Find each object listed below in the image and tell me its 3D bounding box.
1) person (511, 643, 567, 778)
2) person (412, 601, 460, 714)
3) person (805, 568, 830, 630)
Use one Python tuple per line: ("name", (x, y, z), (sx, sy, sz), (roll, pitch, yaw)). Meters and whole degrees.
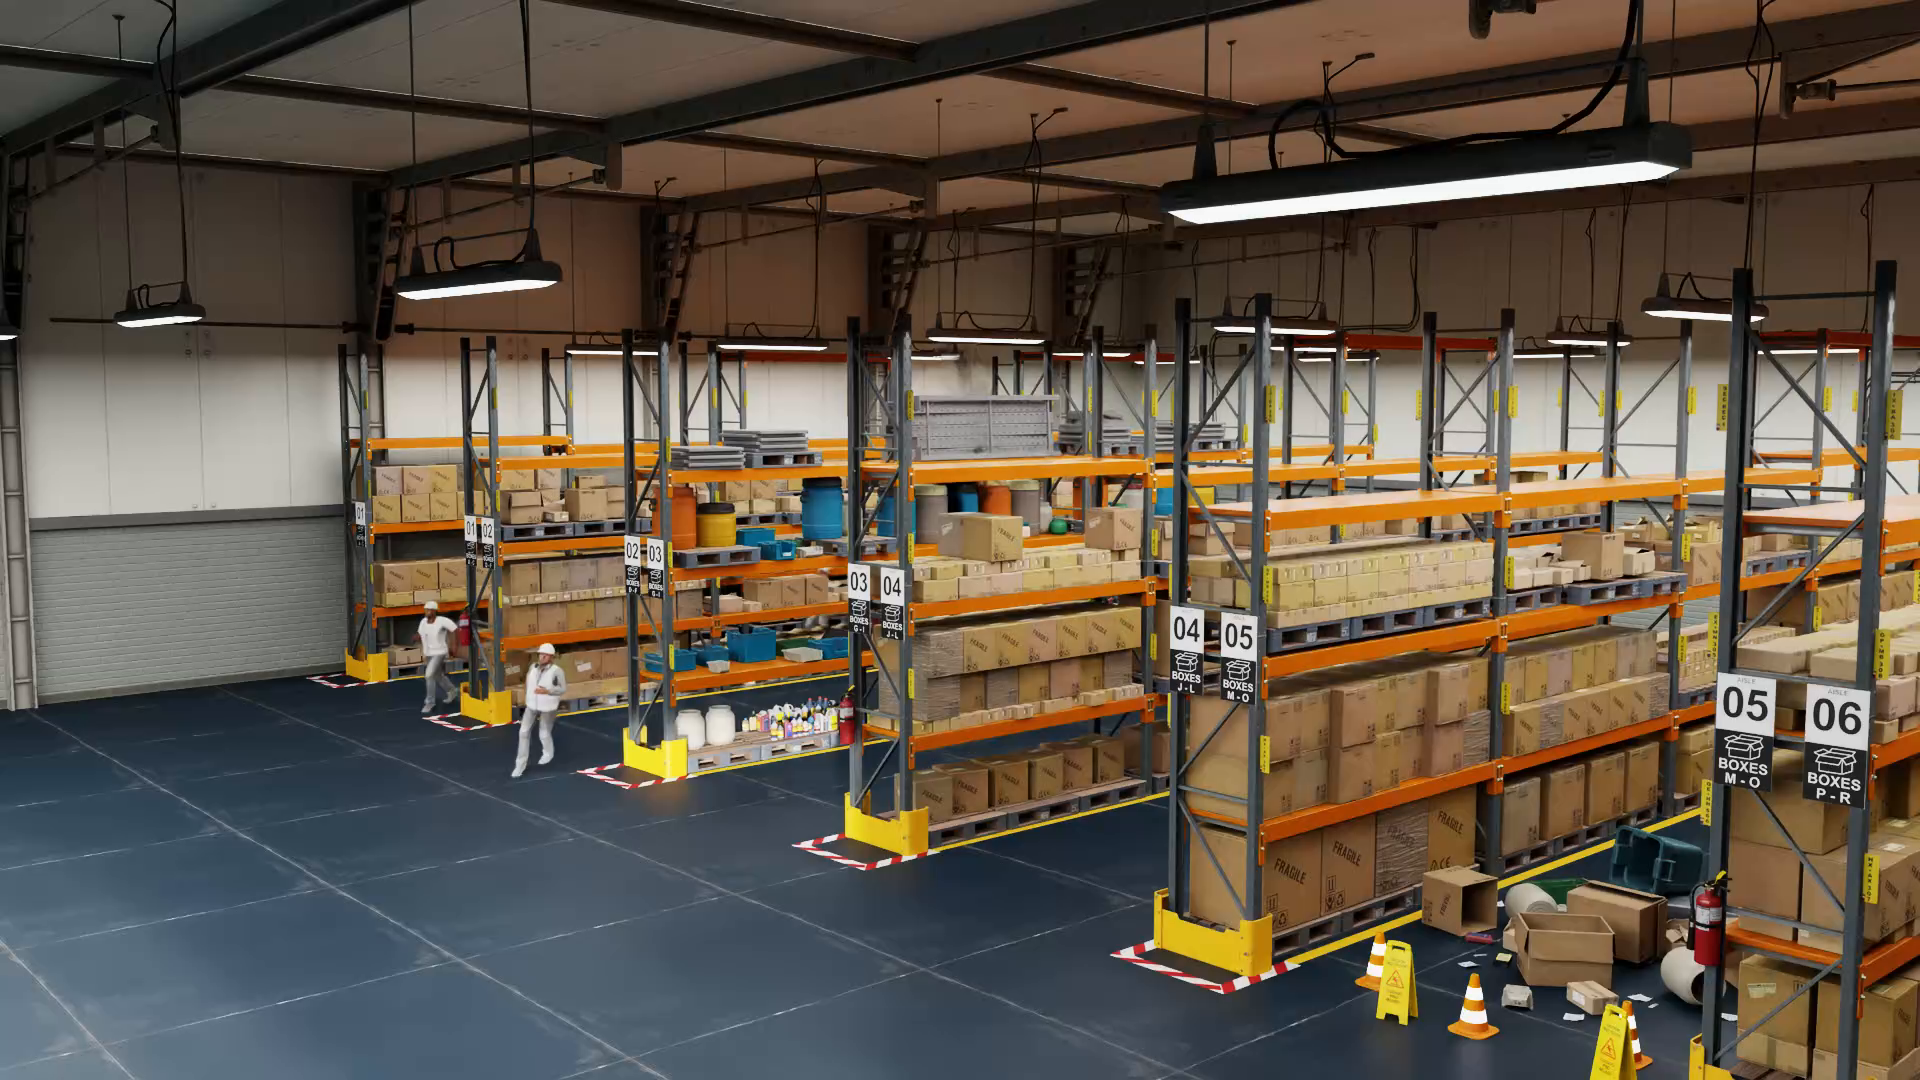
("person", (-5.635, 2.284, 22.548), (0.689, 1.792, 0.855), (1, 5, 9))
("person", (-8.516, 1.877, 27.042), (0.715, 1.800, 0.893), (3, 6, 31))
("person", (-2.768, 1.362, 32.613), (0.603, 1.739, 0.664), (-5, 7, -45))
